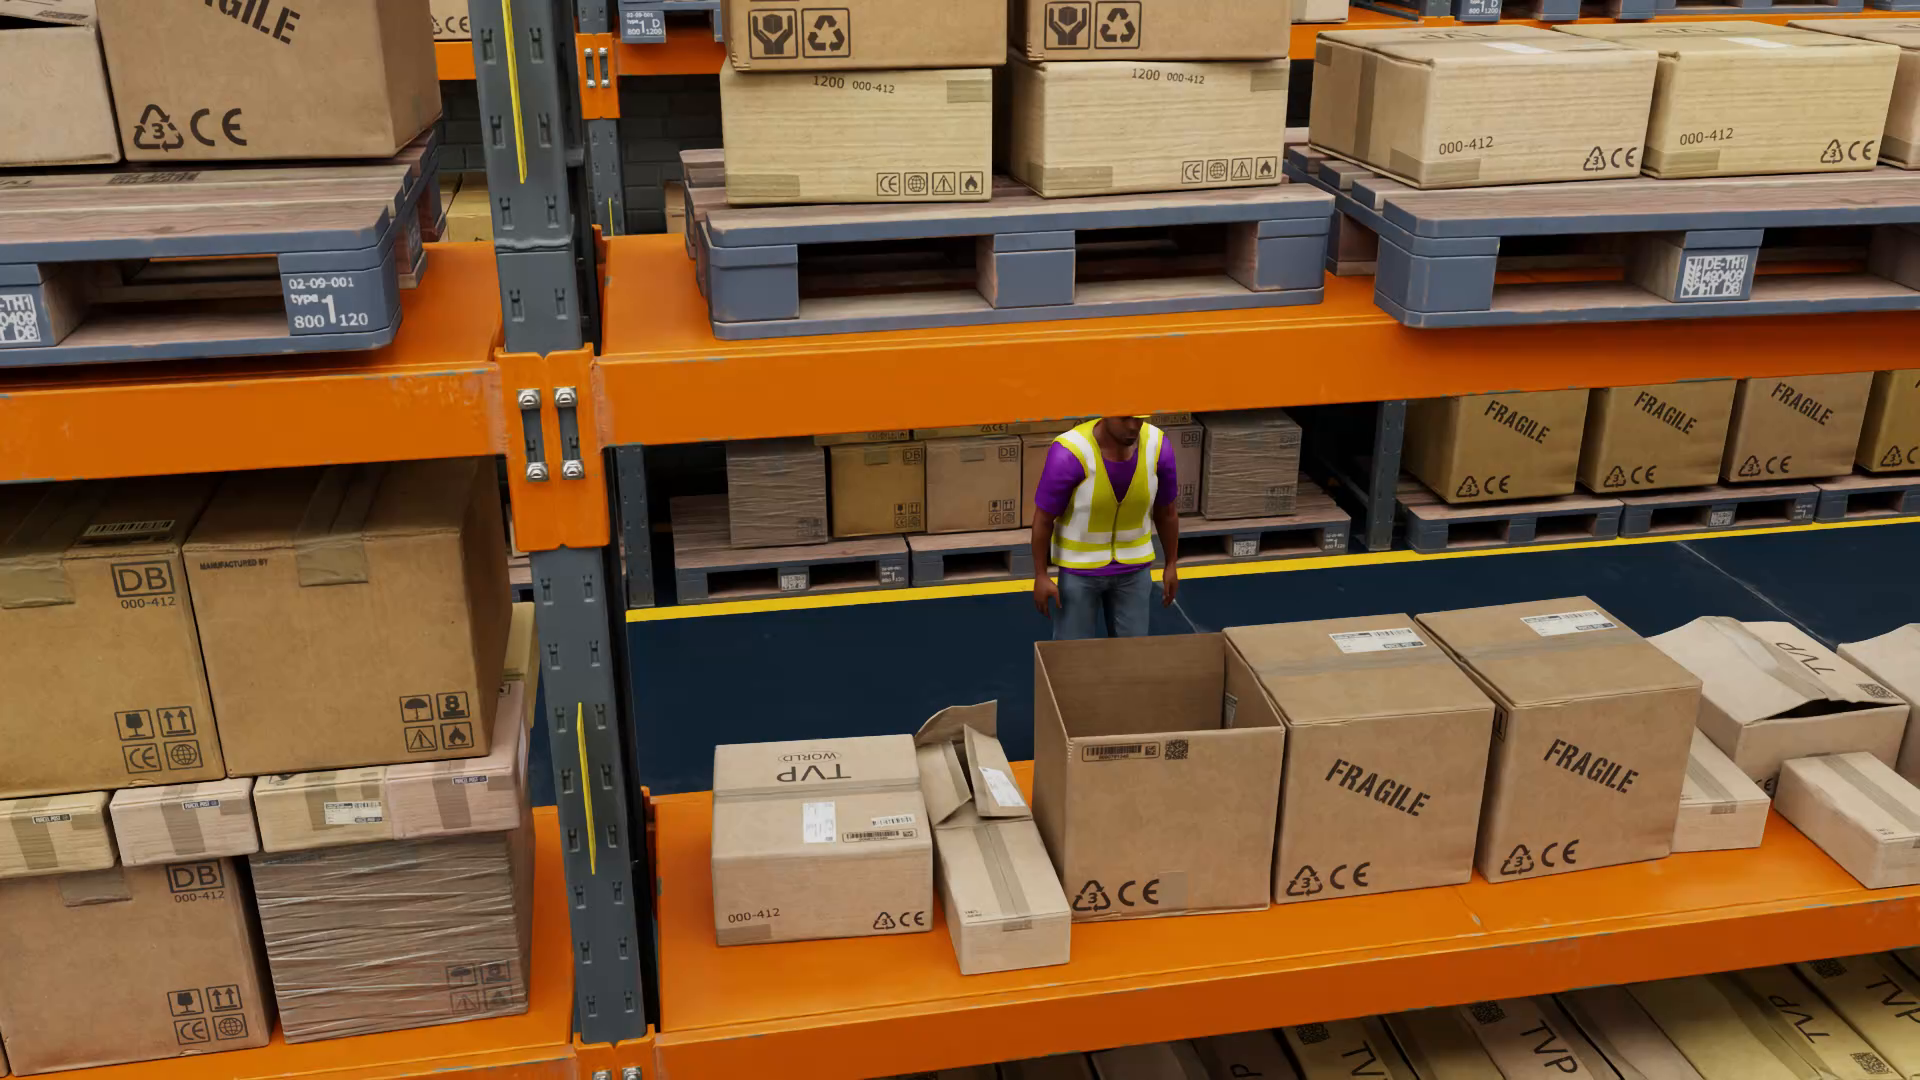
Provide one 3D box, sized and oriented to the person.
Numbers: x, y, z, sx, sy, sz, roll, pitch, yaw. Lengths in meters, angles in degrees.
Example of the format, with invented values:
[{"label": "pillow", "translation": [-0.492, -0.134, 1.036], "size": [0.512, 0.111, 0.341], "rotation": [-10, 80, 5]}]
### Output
[{"label": "person", "translation": [0.598, 0.127, 6.778], "size": [0.634, 1.760, 0.458], "rotation": [-6, 24, -13]}]
